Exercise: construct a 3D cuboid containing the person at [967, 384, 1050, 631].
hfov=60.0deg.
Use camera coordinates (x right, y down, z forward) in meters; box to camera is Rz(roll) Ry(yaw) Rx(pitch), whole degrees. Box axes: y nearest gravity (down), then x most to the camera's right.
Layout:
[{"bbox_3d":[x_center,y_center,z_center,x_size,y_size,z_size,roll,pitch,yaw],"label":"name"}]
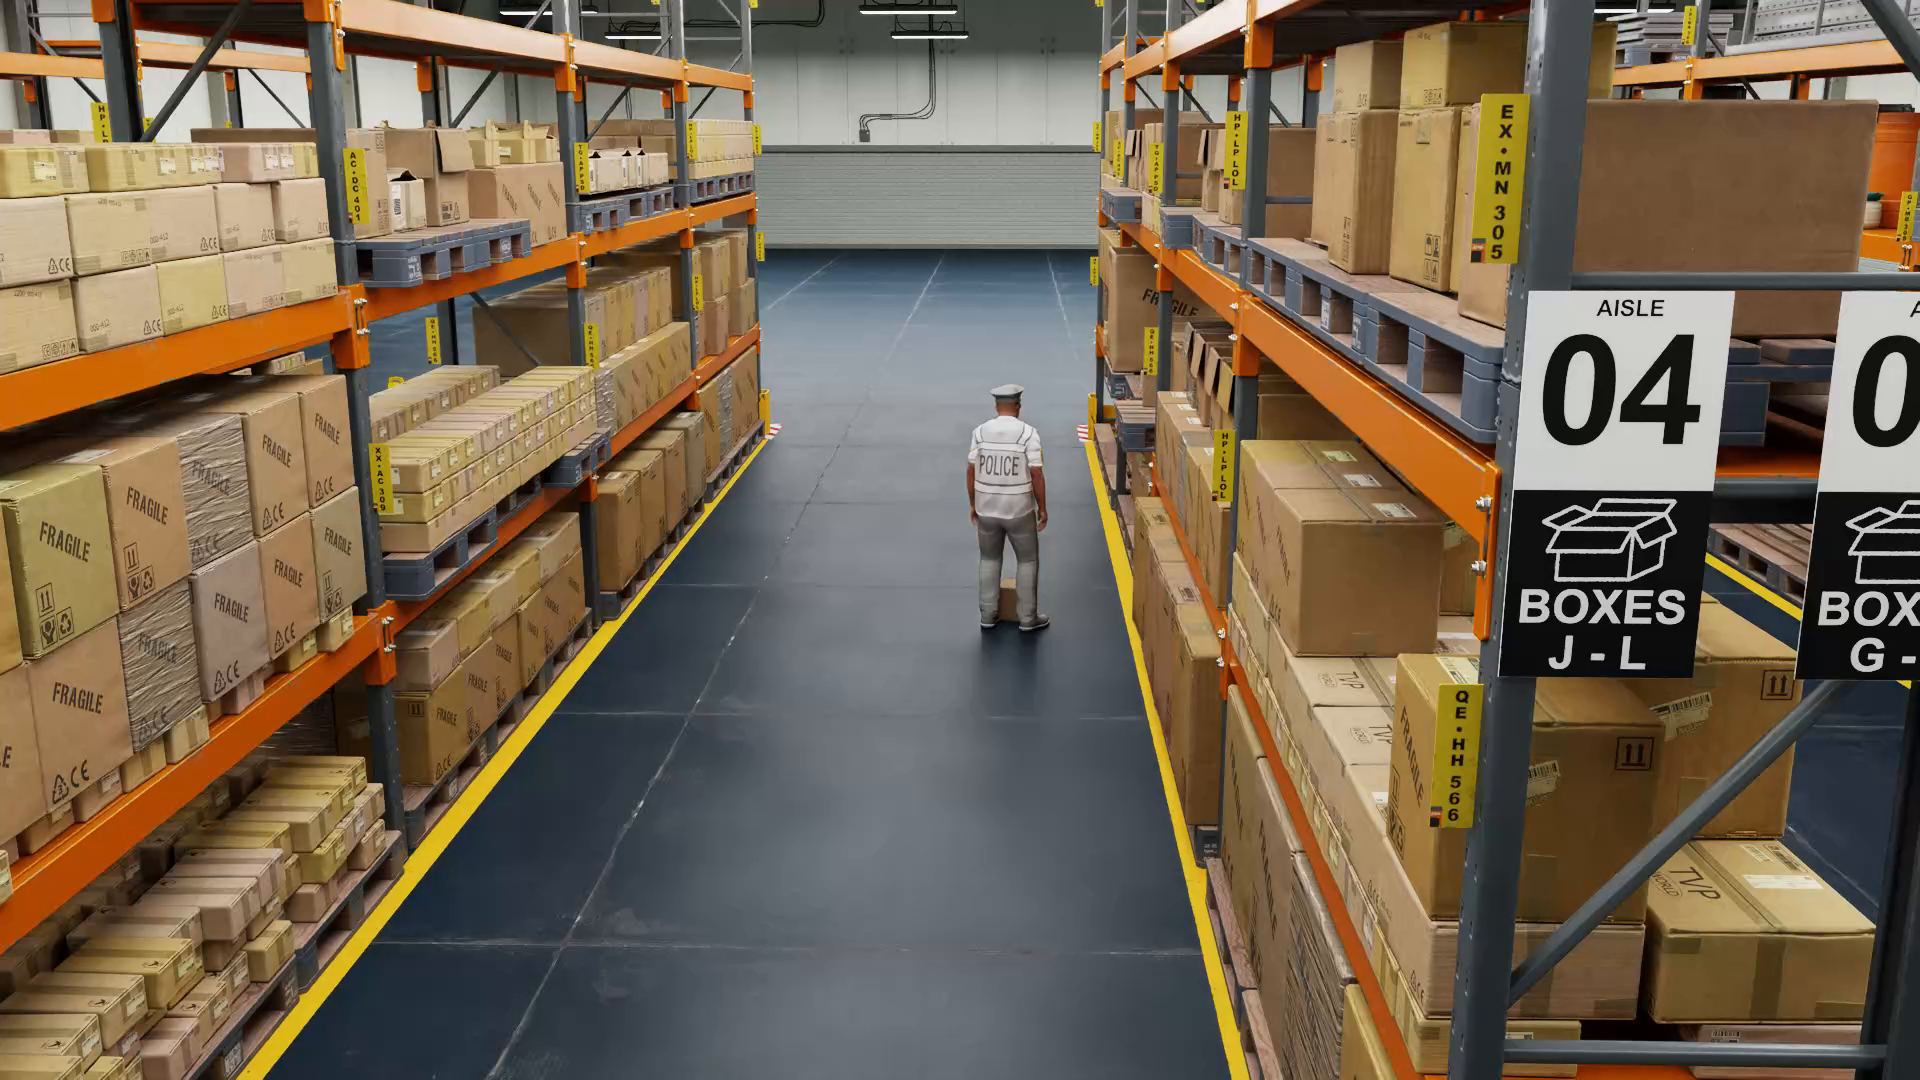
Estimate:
[{"bbox_3d":[0.334,-0.219,11.875,0.585,1.747,0.439,5,15,19],"label":"person"}]
